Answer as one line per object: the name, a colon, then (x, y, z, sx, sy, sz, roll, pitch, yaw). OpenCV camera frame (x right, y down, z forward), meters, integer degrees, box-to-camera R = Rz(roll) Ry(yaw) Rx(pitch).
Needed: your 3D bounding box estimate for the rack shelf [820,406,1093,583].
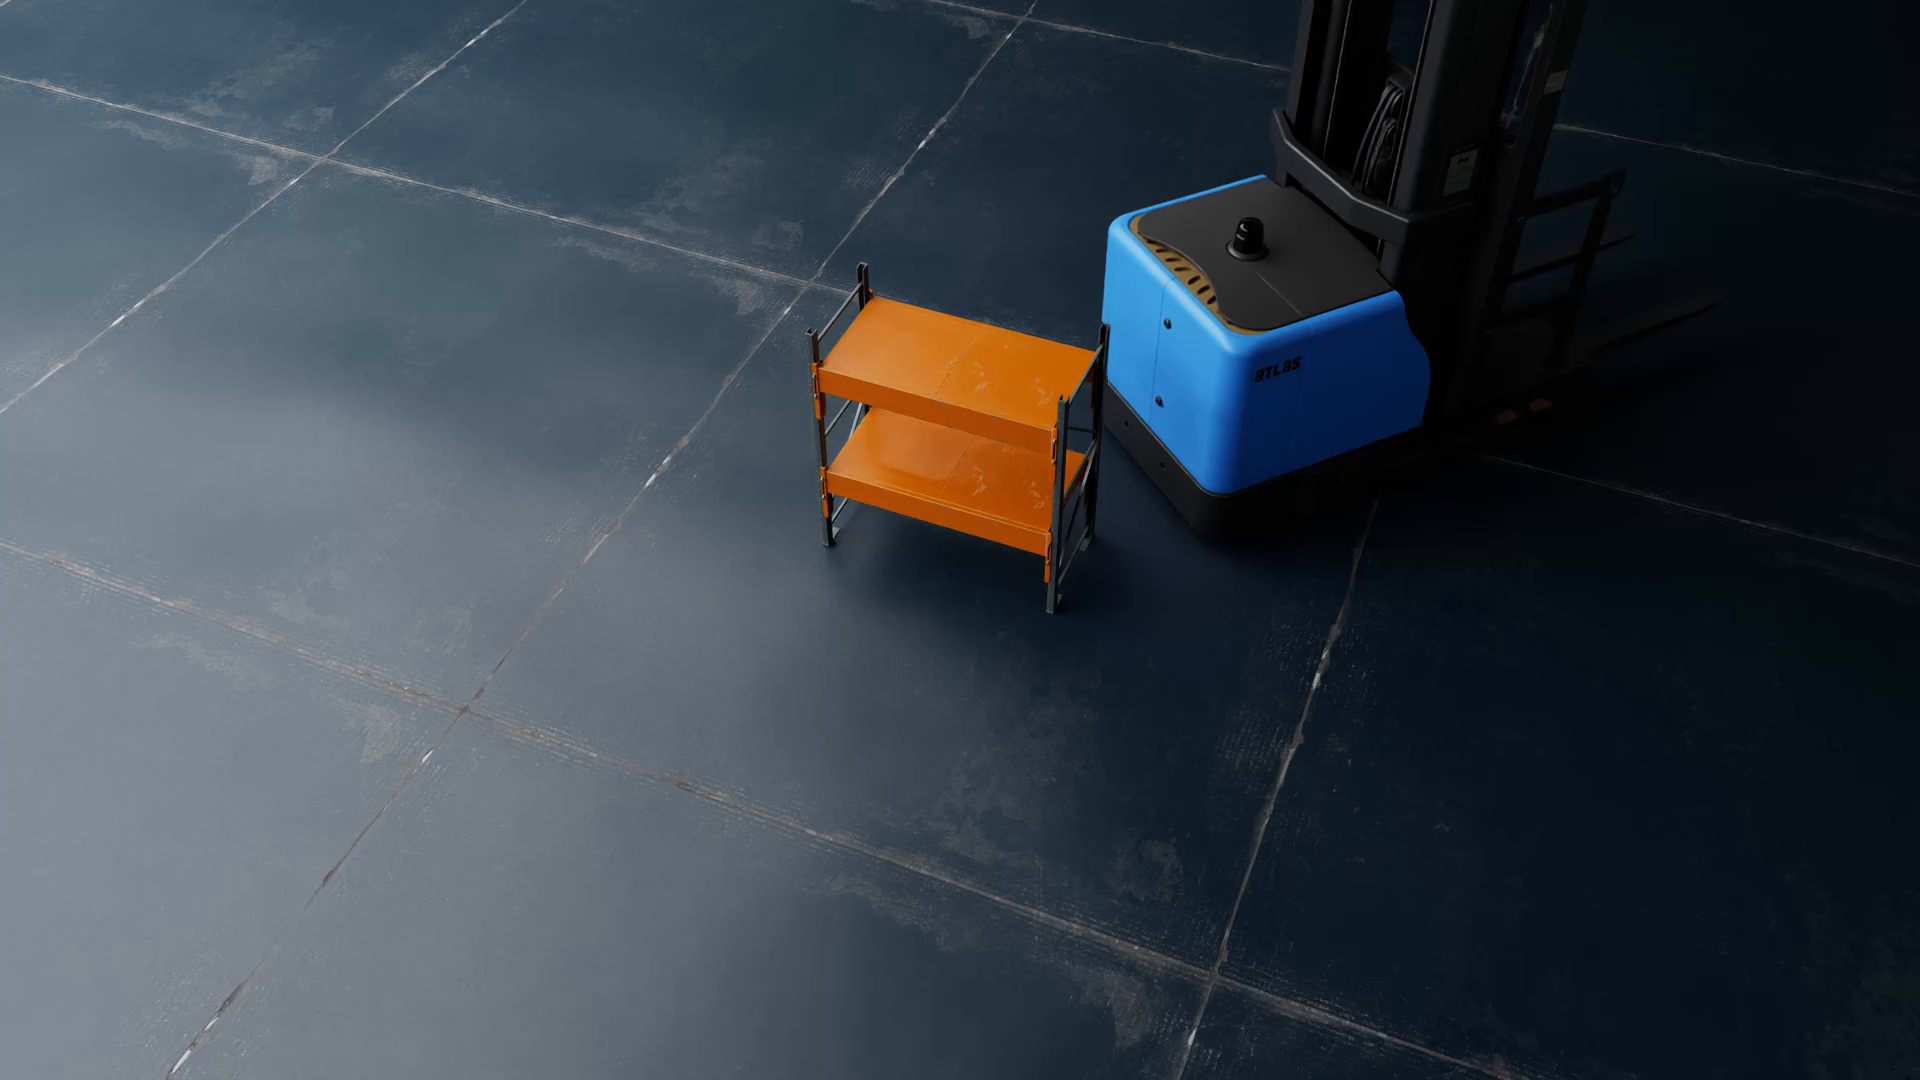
rack shelf: (-0.006, -0.227, 6.866, 1.000, 0.278, 0.538, 16, 47, 16)

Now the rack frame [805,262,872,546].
rack frame: (-0.475, -0.539, 6.833, 0.032, 1.125, 0.500, 16, 47, 16)

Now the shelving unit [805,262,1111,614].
shelving unit: (-0.006, -0.401, 6.694, 1.048, 1.125, 0.538, 16, 47, 16)

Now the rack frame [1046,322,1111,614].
rack frame: (0.463, -0.263, 6.555, 0.032, 1.125, 0.500, 16, 47, 16)

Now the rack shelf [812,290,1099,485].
rack shelf: (-0.006, -0.608, 6.488, 1.000, 0.278, 0.538, 16, 47, 16)

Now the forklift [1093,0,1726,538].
forklift: (2.158, -1.776, 6.796, 3.031, 2.935, 1.130, -19, 48, -18)
